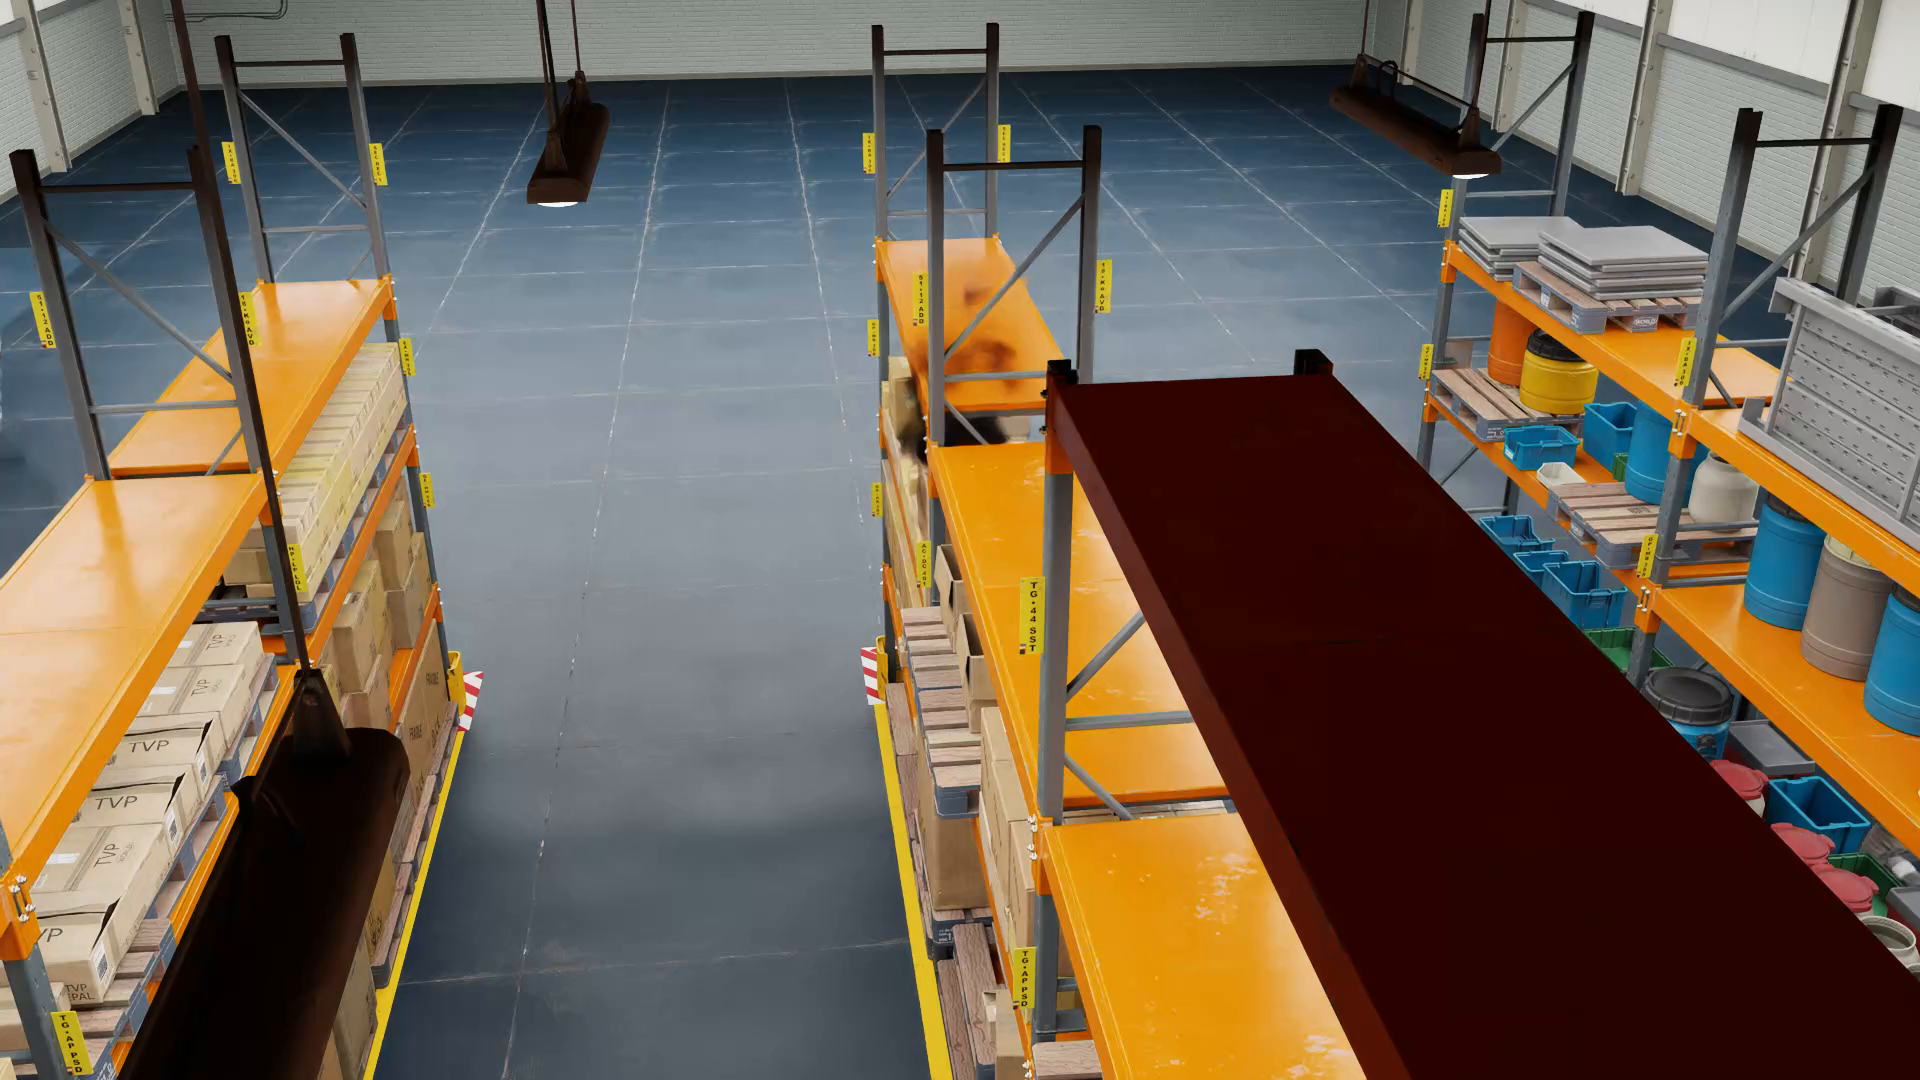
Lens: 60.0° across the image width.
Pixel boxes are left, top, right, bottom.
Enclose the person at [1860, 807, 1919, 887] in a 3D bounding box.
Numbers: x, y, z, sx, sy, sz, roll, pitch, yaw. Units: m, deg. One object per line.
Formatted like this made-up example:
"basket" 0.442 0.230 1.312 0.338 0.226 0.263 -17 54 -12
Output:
"person" 6.894 2.098 12.104 0.657 1.743 0.577 -7 26 -15
